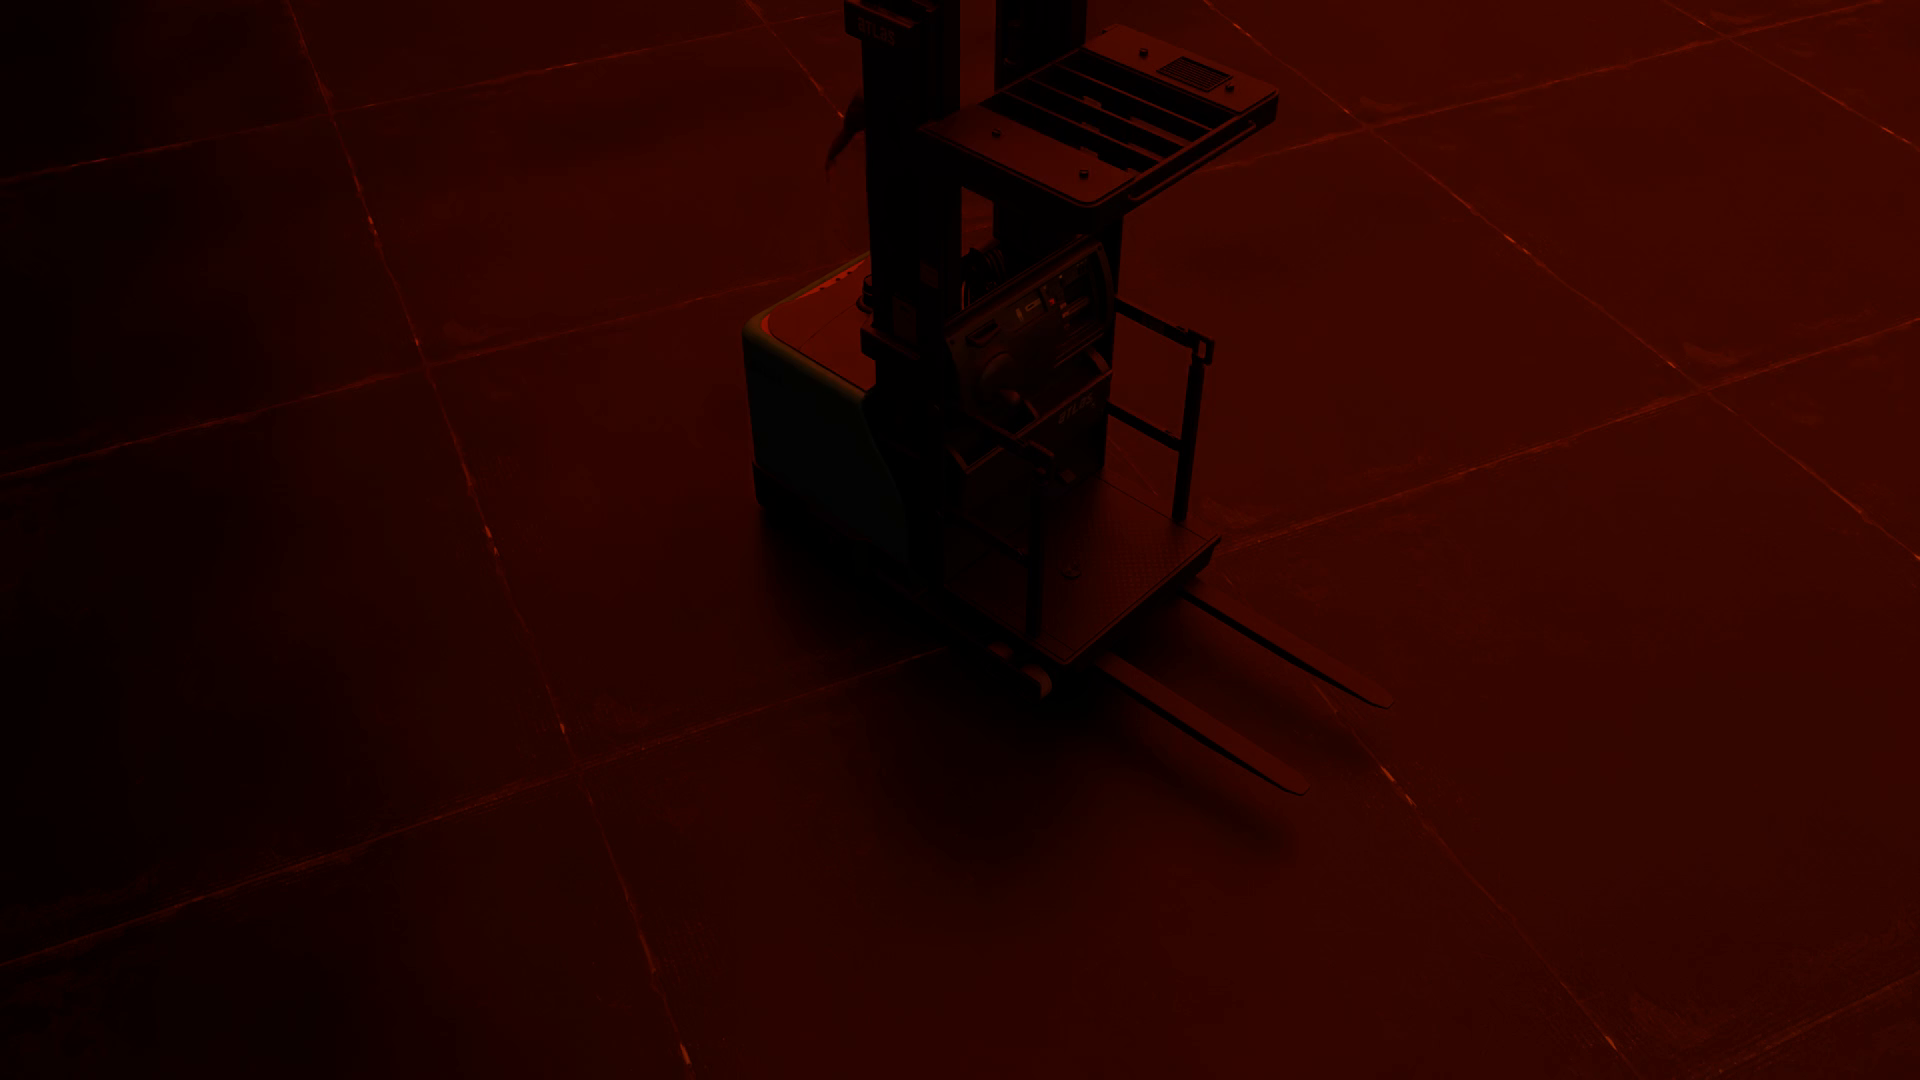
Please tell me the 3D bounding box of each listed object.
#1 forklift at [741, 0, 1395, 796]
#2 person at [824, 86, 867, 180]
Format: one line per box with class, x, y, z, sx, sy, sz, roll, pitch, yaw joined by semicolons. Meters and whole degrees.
forklift;0.445;-0.788;6.525;3.031;2.935;1.130;32;52;30
person;-0.358;-1.955;8.745;0.709;1.641;0.434;0;43;0
